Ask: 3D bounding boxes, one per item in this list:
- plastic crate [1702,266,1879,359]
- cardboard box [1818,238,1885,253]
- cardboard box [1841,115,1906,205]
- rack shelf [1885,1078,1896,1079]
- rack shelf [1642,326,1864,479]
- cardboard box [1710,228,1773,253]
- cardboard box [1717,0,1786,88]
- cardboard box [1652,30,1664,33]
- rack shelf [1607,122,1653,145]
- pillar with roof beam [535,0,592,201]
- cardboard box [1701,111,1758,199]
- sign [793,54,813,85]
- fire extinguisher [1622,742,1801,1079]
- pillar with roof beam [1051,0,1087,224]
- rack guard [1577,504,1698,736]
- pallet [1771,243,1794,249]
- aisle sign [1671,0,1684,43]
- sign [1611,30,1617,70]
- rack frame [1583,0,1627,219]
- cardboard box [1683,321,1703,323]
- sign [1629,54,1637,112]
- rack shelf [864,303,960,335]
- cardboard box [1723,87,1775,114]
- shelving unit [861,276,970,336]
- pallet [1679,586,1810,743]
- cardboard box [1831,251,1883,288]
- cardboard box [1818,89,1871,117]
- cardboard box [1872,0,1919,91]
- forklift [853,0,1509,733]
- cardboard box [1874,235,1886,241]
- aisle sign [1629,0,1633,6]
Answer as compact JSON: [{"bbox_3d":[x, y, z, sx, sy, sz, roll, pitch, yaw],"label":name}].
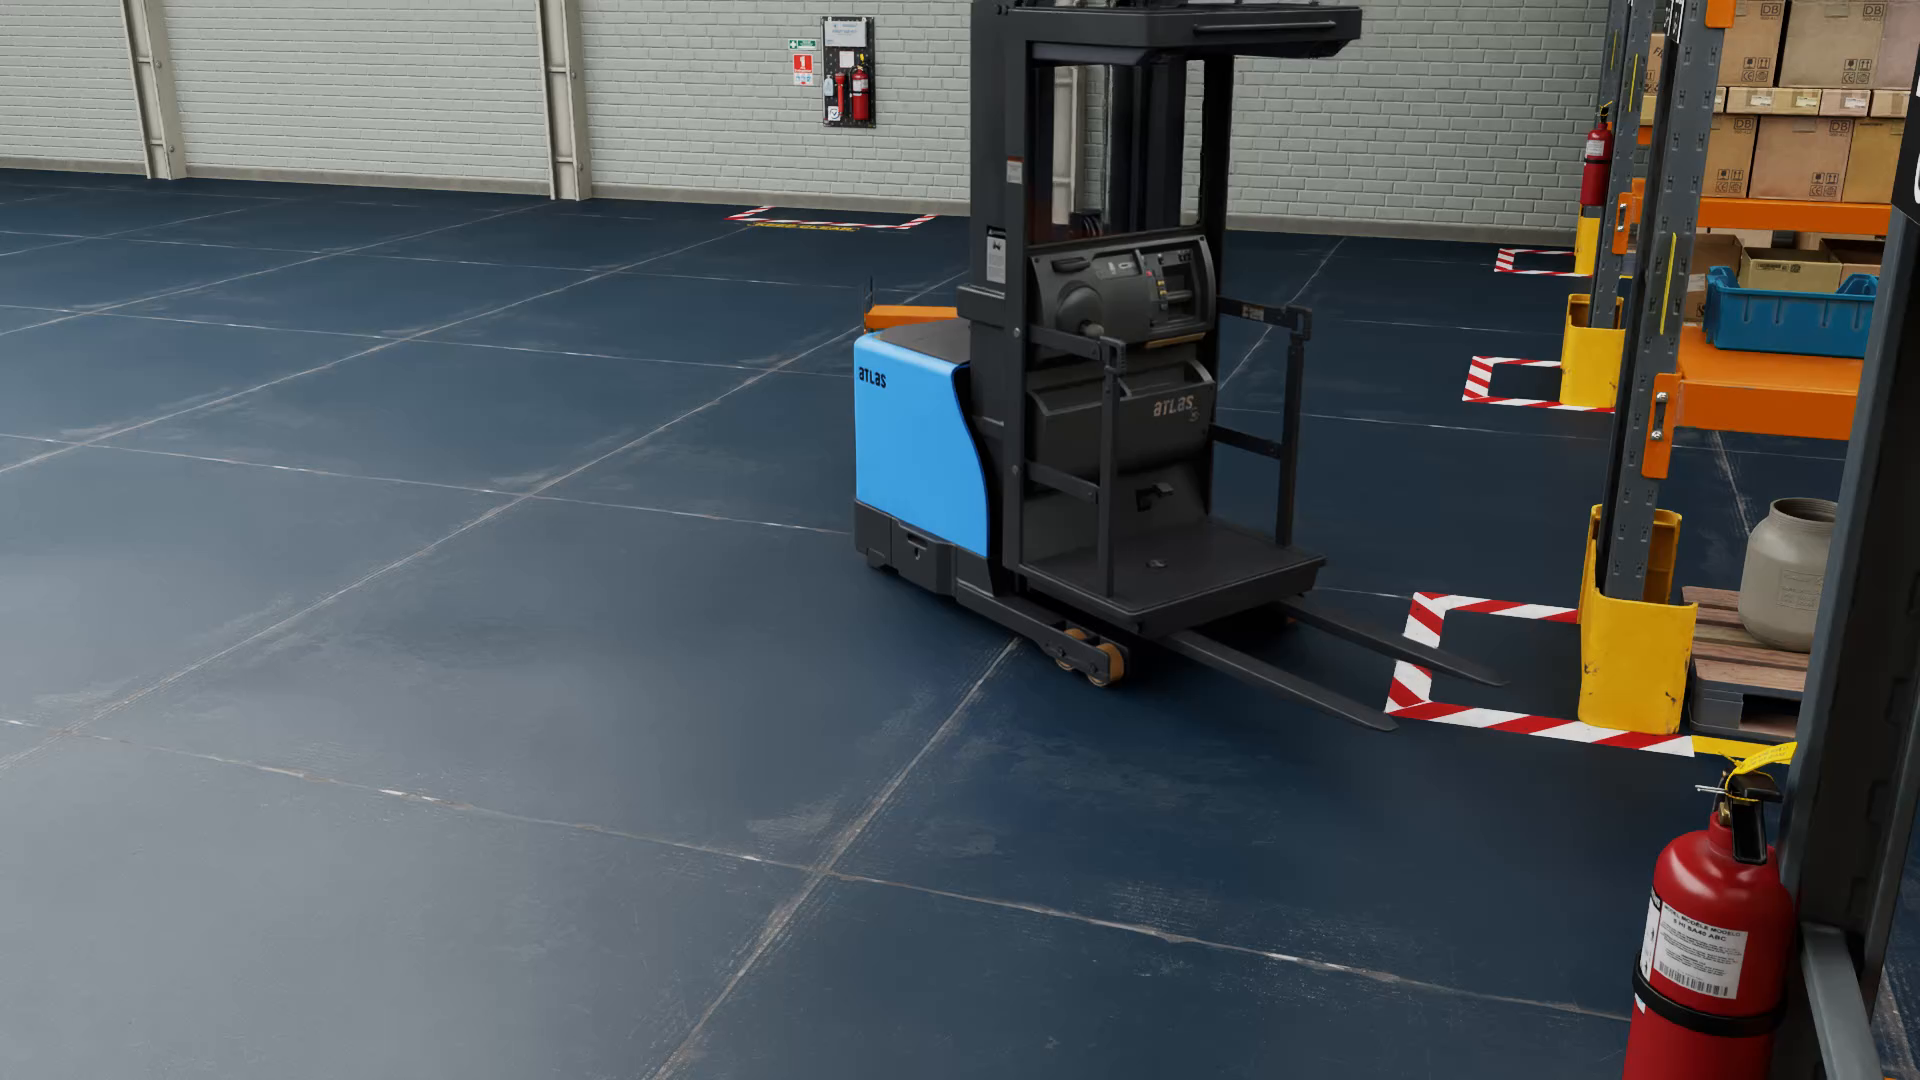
[{"bbox_3d":[3.117,-0.862,6.219,0.616,0.251,0.499,7,20,18],"label":"plastic crate"},{"bbox_3d":[5.729,-1.618,10.562,0.500,0.500,0.500,7,20,18],"label":"cardboard box"},{"bbox_3d":[5.577,-2.315,10.009,0.500,0.500,0.700,7,20,18],"label":"cardboard box"},{"bbox_3d":[2.810,1.202,1.163,4.000,0.370,1.077,7,20,18],"label":"rack shelf"},{"bbox_3d":[4.435,-0.338,5.581,4.000,0.370,1.077,7,20,18],"label":"rack shelf"},{"bbox_3d":[6.960,-2.748,14.818,0.500,0.311,0.500,8,21,23],"label":"cardboard box"},{"bbox_3d":[4.662,-3.033,10.097,0.500,0.500,0.700,7,20,18],"label":"cardboard box"},{"bbox_3d":[6.312,-4.282,14.861,0.500,0.500,0.500,6,20,17],"label":"cardboard box"},{"bbox_3d":[7.686,-3.418,14.418,4.000,0.370,1.077,7,20,18],"label":"rack shelf"},{"bbox_3d":[-6.006,-6.958,14.365,0.400,9.000,9.100,7,20,18],"label":"pillar with roof beam"},{"bbox_3d":[4.612,-2.426,10.327,0.500,0.500,0.700,7,20,18],"label":"cardboard box"},{"bbox_3d":[-1.736,-5.203,18.390,0.234,0.329,0.001,7,20,18],"label":"sign"},{"bbox_3d":[0.964,0.527,2.124,0.183,0.674,0.296,7,20,18],"label":"fire extinguisher"},{"bbox_3d":[-0.338,-6.310,12.506,0.400,9.000,9.100,7,20,18],"label":"pillar with roof beam"},{"bbox_3d":[2.633,0.280,6.512,0.348,0.500,1.175,7,20,18],"label":"rack guard"},{"bbox_3d":[7.773,-2.418,14.692,1.213,0.211,1.003,7,20,18],"label":"pallet"},{"bbox_3d":[2.382,-2.038,5.415,0.004,0.787,0.394,7,20,18],"label":"aisle sign"},{"bbox_3d":[5.619,-4.214,14.293,0.005,0.325,0.100,7,20,18],"label":"sign"},{"bbox_3d":[5.797,-3.974,14.919,0.127,3.000,1.000,7,20,18],"label":"rack frame"},{"bbox_3d":[4.779,-1.367,10.980,0.500,0.250,0.500,7,20,18],"label":"cardboard box"},{"bbox_3d":[3.987,-2.707,9.851,0.005,0.325,0.100,7,20,18],"label":"sign"},{"bbox_3d":[-0.205,-1.047,8.063,0.480,0.148,0.258,3,19,7],"label":"rack shelf"},{"bbox_3d":[4.725,-2.650,9.983,0.250,0.149,0.380,6,20,17],"label":"cardboard box"},{"bbox_3d":[-0.205,-0.676,8.192,0.503,1.200,0.258,3,19,7],"label":"shelving unit"},{"bbox_3d":[3.399,0.506,6.303,1.213,0.211,1.003,7,20,18],"label":"pallet"},{"bbox_3d":[5.558,-1.457,10.098,0.500,0.500,0.500,7,20,18],"label":"cardboard box"},{"bbox_3d":[5.198,-2.594,9.824,0.250,0.149,0.380,6,20,17],"label":"cardboard box"},{"bbox_3d":[5.637,-2.924,9.783,0.500,0.500,0.700,7,20,18],"label":"cardboard box"},{"bbox_3d":[0.791,-0.998,6.486,1.130,2.935,3.031,-14,24,-34],"label":"forklift"},{"bbox_3d":[8.071,-2.582,14.590,0.250,0.149,0.380,5,20,14],"label":"cardboard box"},{"bbox_3d":[4.012,-3.573,9.819,0.004,0.787,0.394,7,20,18],"label":"aisle sign"}]
